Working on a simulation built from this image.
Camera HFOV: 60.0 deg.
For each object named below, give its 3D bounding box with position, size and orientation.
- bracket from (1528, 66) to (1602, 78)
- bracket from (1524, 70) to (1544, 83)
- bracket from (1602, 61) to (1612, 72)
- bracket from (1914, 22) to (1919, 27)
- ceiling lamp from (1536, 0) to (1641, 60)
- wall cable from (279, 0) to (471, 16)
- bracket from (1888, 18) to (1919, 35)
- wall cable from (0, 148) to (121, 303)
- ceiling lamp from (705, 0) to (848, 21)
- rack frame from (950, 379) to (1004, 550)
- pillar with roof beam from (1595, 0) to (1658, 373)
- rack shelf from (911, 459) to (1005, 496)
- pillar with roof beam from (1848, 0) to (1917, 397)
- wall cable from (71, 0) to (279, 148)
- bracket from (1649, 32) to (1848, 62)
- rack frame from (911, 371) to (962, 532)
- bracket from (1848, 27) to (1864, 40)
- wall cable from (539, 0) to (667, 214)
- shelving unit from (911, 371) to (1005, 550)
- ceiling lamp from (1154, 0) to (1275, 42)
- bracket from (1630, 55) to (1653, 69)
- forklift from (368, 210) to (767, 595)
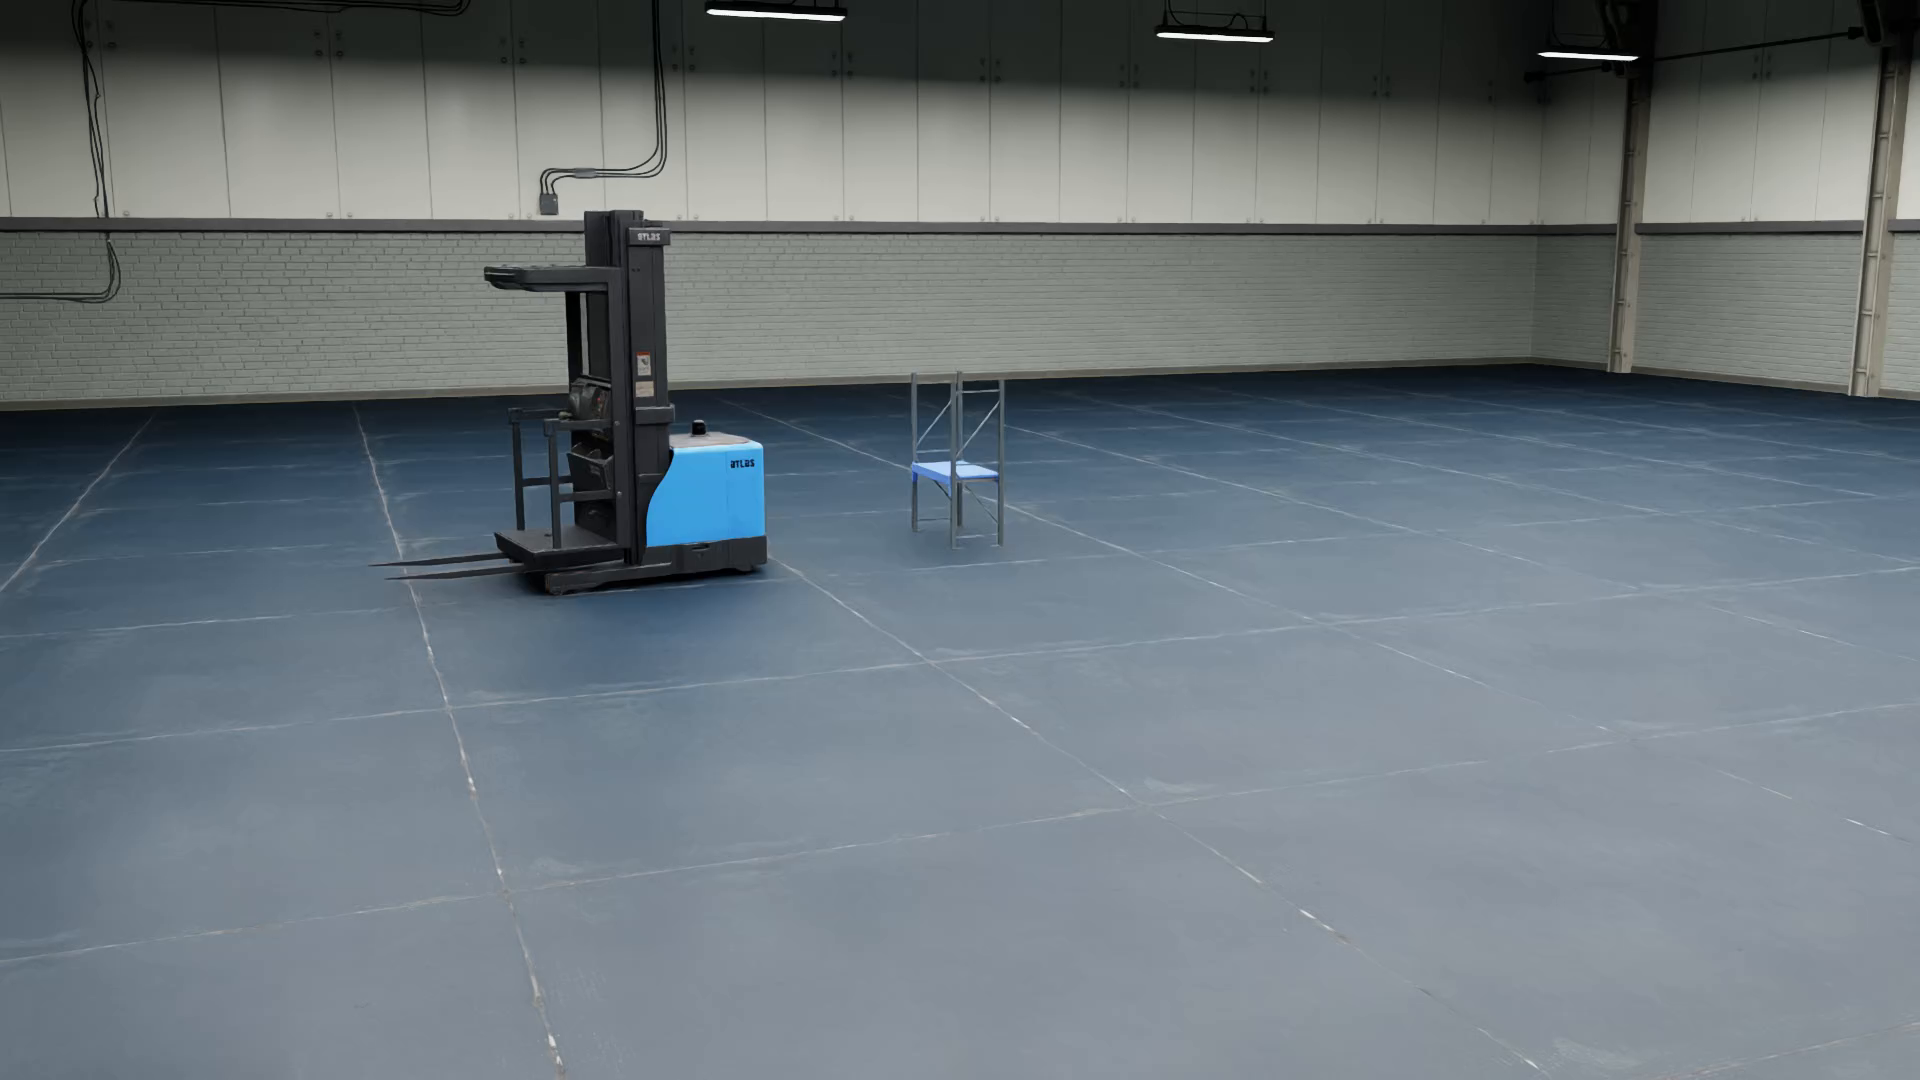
[{"bbox_3d":[12.839,-10.089,35.996,0.076,0.066,3.189,-4,11,-21],"label":"bracket"},{"bbox_3d":[12.624,-10.186,36.538,0.235,0.232,0.430,-4,11,-21],"label":"bracket"},{"bbox_3d":[13.483,-9.799,34.363,0.235,0.232,0.430,-4,11,-21],"label":"bracket"},{"bbox_3d":[16.892,-8.263,25.732,0.076,0.066,4.783,-4,11,-21],"label":"bracket"},{"bbox_3d":[10.741,-9.910,28.598,2.000,3.185,0.800,-4,11,-21],"label":"ceiling lamp"},{"bbox_3d":[-9.824,-10.112,27.862,3.097,2.526,0.112,-4,11,-21],"label":"wall cable"},{"bbox_3d":[15.958,-8.684,28.096,0.235,0.232,0.430,-4,11,-21],"label":"bracket"},{"bbox_3d":[-15.230,-5.018,26.633,3.097,2.526,0.112,-4,11,-21],"label":"wall cable"},{"bbox_3d":[-2.680,-8.996,23.460,2.000,3.185,0.800,-4,11,-21],"label":"ceiling lamp"},{"bbox_3d":[0.153,-0.669,14.730,0.500,1.500,0.032,-4,11,-21],"label":"rack frame"},{"bbox_3d":[9.952,-7.708,32.889,9.100,9.000,0.548,-4,11,-21],"label":"pillar with roof beam"},{"bbox_3d":[-0.031,-0.575,15.228,0.538,0.185,1.000,-4,11,-21],"label":"rack shelf"},{"bbox_3d":[12.126,-6.729,27.383,9.100,9.000,0.548,-4,11,-21],"label":"pillar with roof beam"},{"bbox_3d":[-12.708,-7.677,27.156,3.097,2.526,0.112,-4,11,-21],"label":"wall cable"},{"bbox_3d":[14.718,-9.243,31.238,0.076,0.066,4.783,-4,11,-21],"label":"bracket"},{"bbox_3d":[-0.215,-0.835,15.663,0.500,1.500,0.032,-4,11,-21],"label":"rack frame"},{"bbox_3d":[15.658,-8.819,28.858,0.235,0.232,0.430,-4,11,-21],"label":"bracket"},{"bbox_3d":[-6.376,-8.821,29.436,2.305,6.003,0.169,-4,11,-21],"label":"wall cable"},{"bbox_3d":[-0.031,-0.752,15.197,0.538,1.500,1.048,-4,11,-21],"label":"shelving unit"},{"bbox_3d":[3.900,-9.444,25.979,2.000,3.185,0.800,-4,11,-21],"label":"ceiling lamp"},{"bbox_3d":[13.784,-9.663,33.602,0.235,0.232,0.430,-4,11,-21],"label":"bracket"},{"bbox_3d":[-3.128,-1.120,13.180,3.031,2.935,1.130,-6,12,-30],"label":"forklift"}]
